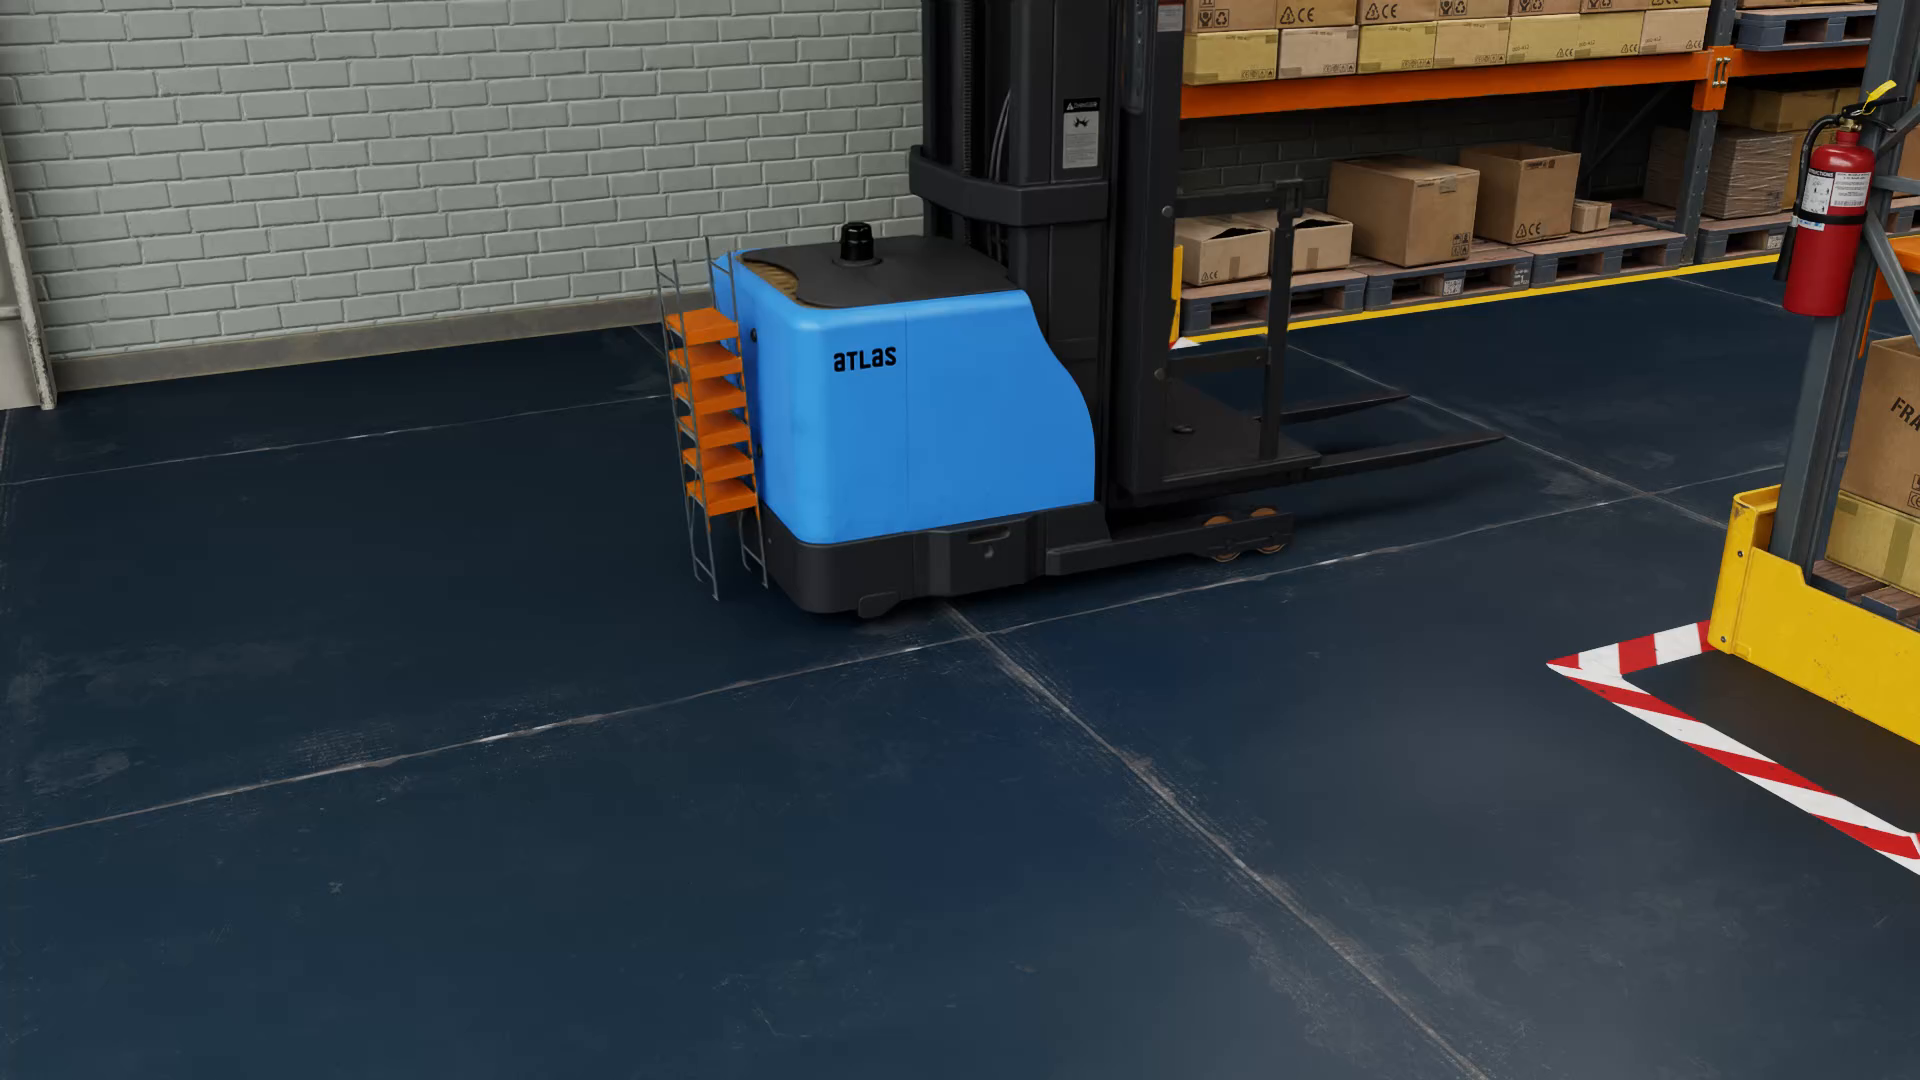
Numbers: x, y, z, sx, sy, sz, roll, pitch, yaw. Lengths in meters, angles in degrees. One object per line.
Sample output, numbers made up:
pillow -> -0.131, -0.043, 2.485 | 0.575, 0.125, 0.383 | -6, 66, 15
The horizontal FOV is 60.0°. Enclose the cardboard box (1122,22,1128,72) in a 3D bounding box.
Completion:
cardboard box -> 1.040, -2.683, 8.979 | 0.500, 0.250, 0.500 | -10, 25, -23

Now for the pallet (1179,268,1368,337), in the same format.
pallet -> 1.519, -1.445, 9.466 | 1.213, 0.211, 1.003 | -10, 25, -24

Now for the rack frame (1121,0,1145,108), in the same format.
rack frame -> 0.703, -2.599, 8.606 | 0.127, 3.000, 1.000 | -10, 25, -24

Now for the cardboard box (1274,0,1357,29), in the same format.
cardboard box -> 1.713, -2.939, 8.618 | 0.500, 0.500, 0.500 | -10, 25, -23

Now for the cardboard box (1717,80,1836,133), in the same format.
cardboard box -> 5.359, -2.859, 10.947 | 0.500, 0.250, 0.500 | -11, 25, -25

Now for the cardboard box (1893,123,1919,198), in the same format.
cardboard box -> 6.335, -2.699, 11.541 | 0.500, 0.500, 0.700 | -11, 25, -24

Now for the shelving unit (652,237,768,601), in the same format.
shelving unit -> -0.840, -0.398, 5.630 | 0.189, 1.200, 0.258 | -14, 26, -23

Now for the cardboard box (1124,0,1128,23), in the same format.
cardboard box -> 1.036, -3.036, 8.853 | 0.500, 0.500, 0.500 | -11, 25, -24

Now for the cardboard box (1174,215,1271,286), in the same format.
cardboard box -> 1.366, -1.643, 9.238 | 0.500, 0.311, 0.500 | -14, 26, -30

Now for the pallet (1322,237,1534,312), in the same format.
pallet -> 2.617, -1.646, 9.951 | 1.213, 0.211, 1.003 | -10, 25, -24

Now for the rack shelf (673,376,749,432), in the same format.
rack shelf -> -0.844, -0.467, 5.599 | 0.180, 0.103, 0.258 | -14, 26, -23

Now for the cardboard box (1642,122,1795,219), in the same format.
cardboard box -> 4.963, -2.438, 10.911 | 0.500, 0.500, 0.700 | -10, 24, -22

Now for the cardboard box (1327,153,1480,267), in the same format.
cardboard box -> 2.562, -1.930, 9.683 | 0.500, 0.500, 0.700 | -12, 25, -27

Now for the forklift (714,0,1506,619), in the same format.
forklift -> 0.675, -1.448, 5.917 | 3.031, 2.935, 1.130 | -10, 24, -22

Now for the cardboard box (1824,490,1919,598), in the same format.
cardboard box -> 3.210, -0.006, 5.390 | 0.500, 0.250, 0.500 | -10, 25, -24

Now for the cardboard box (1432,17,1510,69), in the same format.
cardboard box -> 2.660, -2.767, 9.182 | 0.500, 0.250, 0.500 | -10, 25, -23

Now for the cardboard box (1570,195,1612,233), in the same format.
cardboard box -> 3.838, -2.057, 10.427 | 0.250, 0.166, 0.380 | -14, 26, -30

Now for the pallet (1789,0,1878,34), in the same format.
pallet -> 6.146, -3.494, 11.021 | 1.213, 0.211, 1.003 | -10, 25, -24

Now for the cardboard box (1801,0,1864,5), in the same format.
cardboard box -> 5.287, -3.674, 10.499 | 0.500, 0.500, 0.700 | -8, 24, -18

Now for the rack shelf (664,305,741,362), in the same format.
rack shelf -> -0.857, -0.686, 5.502 | 0.180, 0.103, 0.258 | -14, 26, -23

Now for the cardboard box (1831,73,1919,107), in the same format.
cardboard box -> 6.283, -3.023, 11.344 | 0.500, 0.250, 0.500 | -11, 25, -24

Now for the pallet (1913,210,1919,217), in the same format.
pallet -> 7.207, -2.508, 12.033 | 1.213, 0.211, 1.003 | -10, 25, -24

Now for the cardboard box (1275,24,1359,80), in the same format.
cardboard box -> 1.742, -2.601, 8.782 | 0.500, 0.250, 0.500 | -11, 25, -25

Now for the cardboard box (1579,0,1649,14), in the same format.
cardboard box -> 3.568, -3.279, 9.438 | 0.500, 0.500, 0.500 | -11, 25, -24

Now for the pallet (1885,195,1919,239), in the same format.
pallet -> 6.109, -2.307, 11.548 | 1.213, 0.211, 1.003 | -10, 25, -24

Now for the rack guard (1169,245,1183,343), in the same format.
rack guard -> 0.772, -1.456, 9.114 | 0.348, 0.500, 1.175 | -10, 25, -24

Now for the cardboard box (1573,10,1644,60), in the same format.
cardboard box -> 3.560, -2.939, 9.599 | 0.500, 0.250, 0.500 | -10, 25, -23

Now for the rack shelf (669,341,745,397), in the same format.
rack shelf -> -0.851, -0.576, 5.551 | 0.180, 0.103, 0.258 | -14, 26, -23

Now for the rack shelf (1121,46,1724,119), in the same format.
rack shelf -> 2.505, -2.598, 9.545 | 4.000, 0.370, 1.077 | -10, 25, -24

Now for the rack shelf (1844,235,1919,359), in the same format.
rack shelf -> 4.657, -0.891, 5.422 | 4.000, 0.370, 1.077 | -10, 25, -24

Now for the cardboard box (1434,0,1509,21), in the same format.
cardboard box -> 2.642, -3.112, 9.037 | 0.500, 0.500, 0.500 | -10, 24, -22

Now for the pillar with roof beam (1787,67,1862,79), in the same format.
pillar with roof beam -> 8.232, -5.296, 7.279 | 0.400, 9.000, 9.100 | -10, 25, -24

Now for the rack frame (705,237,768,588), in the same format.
rack frame -> -0.759, -0.419, 5.666 | 0.006, 1.200, 0.240 | -14, 26, -23
